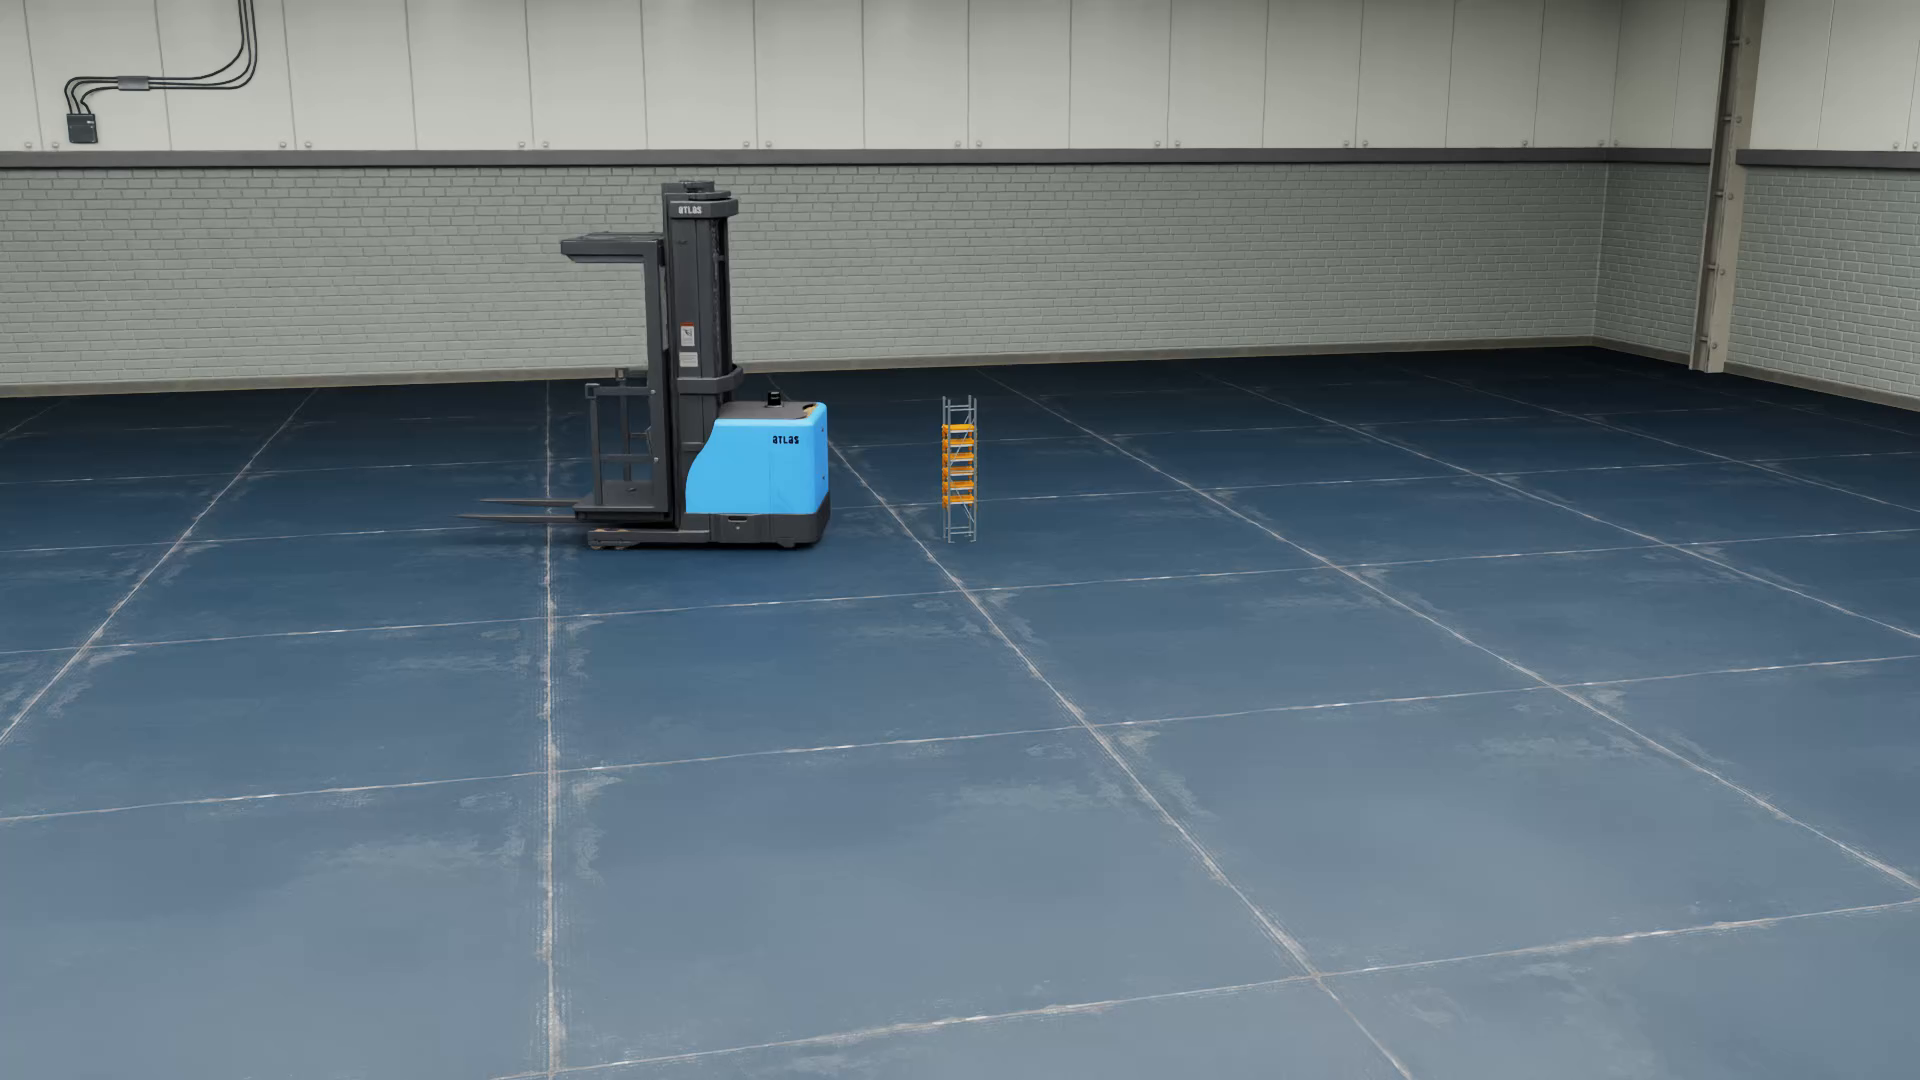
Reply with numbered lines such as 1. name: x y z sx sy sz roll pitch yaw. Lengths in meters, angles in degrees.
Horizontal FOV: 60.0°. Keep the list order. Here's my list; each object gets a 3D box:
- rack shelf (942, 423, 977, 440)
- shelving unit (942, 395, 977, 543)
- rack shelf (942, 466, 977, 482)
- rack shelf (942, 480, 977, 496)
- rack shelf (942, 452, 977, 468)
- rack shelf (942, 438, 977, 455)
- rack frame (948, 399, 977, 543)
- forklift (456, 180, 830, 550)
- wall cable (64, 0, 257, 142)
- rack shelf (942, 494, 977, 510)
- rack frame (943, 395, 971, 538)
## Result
1. rack shelf: -0.003 -0.893 13.723 0.258 0.103 0.180 -3 14 -13
2. shelving unit: -0.003 -0.586 13.798 0.258 1.200 0.189 -3 14 -13
3. rack shelf: -0.003 -0.543 13.809 0.258 0.103 0.180 -3 14 -13
4. rack shelf: -0.003 -0.426 13.837 0.258 0.103 0.180 -3 14 -13
5. rack shelf: -0.003 -0.660 13.780 0.258 0.103 0.180 -3 14 -13
6. rack shelf: -0.003 -0.776 13.752 0.258 0.103 0.180 -3 14 -13
7. rack frame: 0.018 -0.565 13.712 0.240 1.200 0.006 -3 14 -13
8. forklift: -2.657 -1.469 13.762 3.031 2.935 1.130 1 14 2
9. wall cable: -10.068 -7.980 20.463 2.305 6.003 0.169 -3 14 -13
10. rack shelf: -0.003 -0.310 13.866 0.258 0.103 0.180 -3 14 -13
11. rack frame: -0.025 -0.607 13.885 0.240 1.200 0.006 -3 14 -13
